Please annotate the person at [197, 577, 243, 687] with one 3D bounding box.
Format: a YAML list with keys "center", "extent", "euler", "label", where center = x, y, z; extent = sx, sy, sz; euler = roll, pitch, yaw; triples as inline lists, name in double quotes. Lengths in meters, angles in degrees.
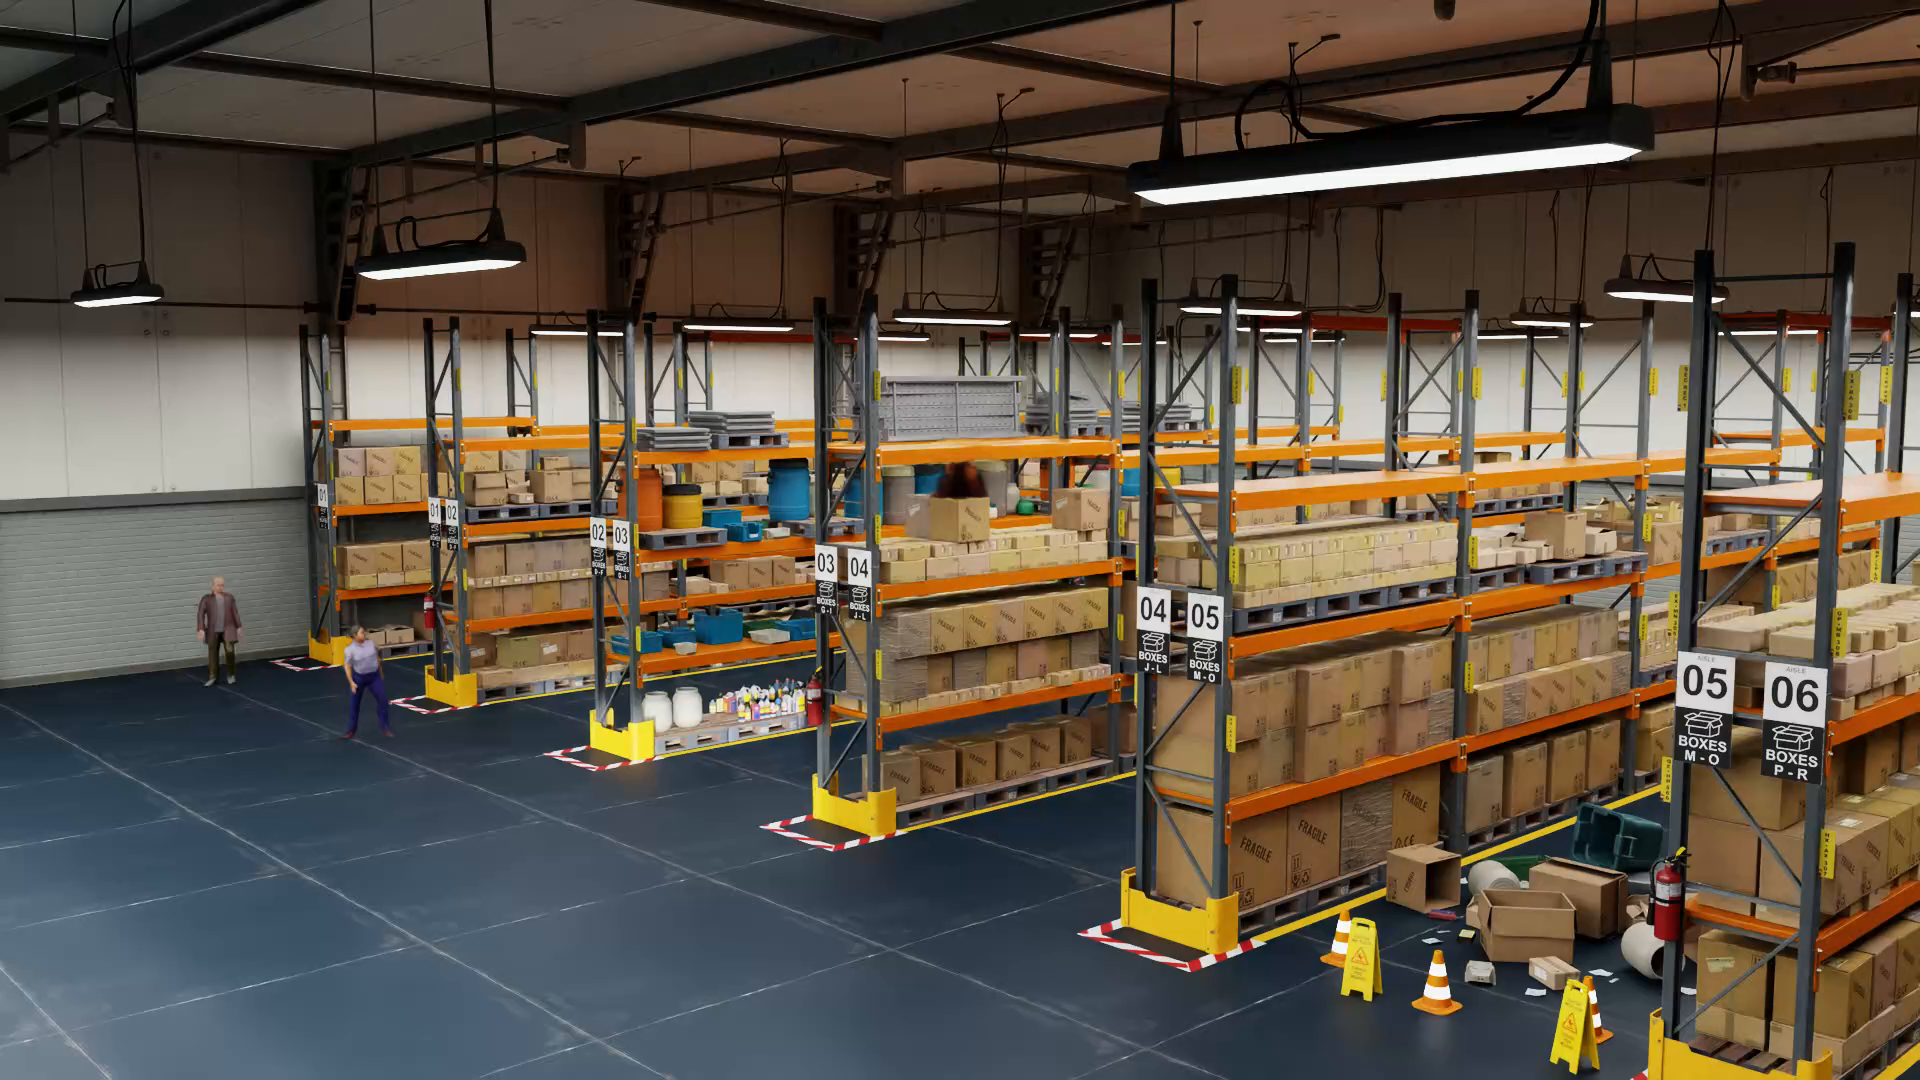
- center: [-12.235, 1.514, 27.488]
  extent: [0.662, 1.787, 0.506]
  euler: [-1, 6, -14]
  label: "person"

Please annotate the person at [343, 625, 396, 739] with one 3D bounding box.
- center: [-8.394, 2.005, 23.510]
  extent: [0.635, 1.661, 0.598]
  euler: [-4, 7, -37]
  label: "person"
